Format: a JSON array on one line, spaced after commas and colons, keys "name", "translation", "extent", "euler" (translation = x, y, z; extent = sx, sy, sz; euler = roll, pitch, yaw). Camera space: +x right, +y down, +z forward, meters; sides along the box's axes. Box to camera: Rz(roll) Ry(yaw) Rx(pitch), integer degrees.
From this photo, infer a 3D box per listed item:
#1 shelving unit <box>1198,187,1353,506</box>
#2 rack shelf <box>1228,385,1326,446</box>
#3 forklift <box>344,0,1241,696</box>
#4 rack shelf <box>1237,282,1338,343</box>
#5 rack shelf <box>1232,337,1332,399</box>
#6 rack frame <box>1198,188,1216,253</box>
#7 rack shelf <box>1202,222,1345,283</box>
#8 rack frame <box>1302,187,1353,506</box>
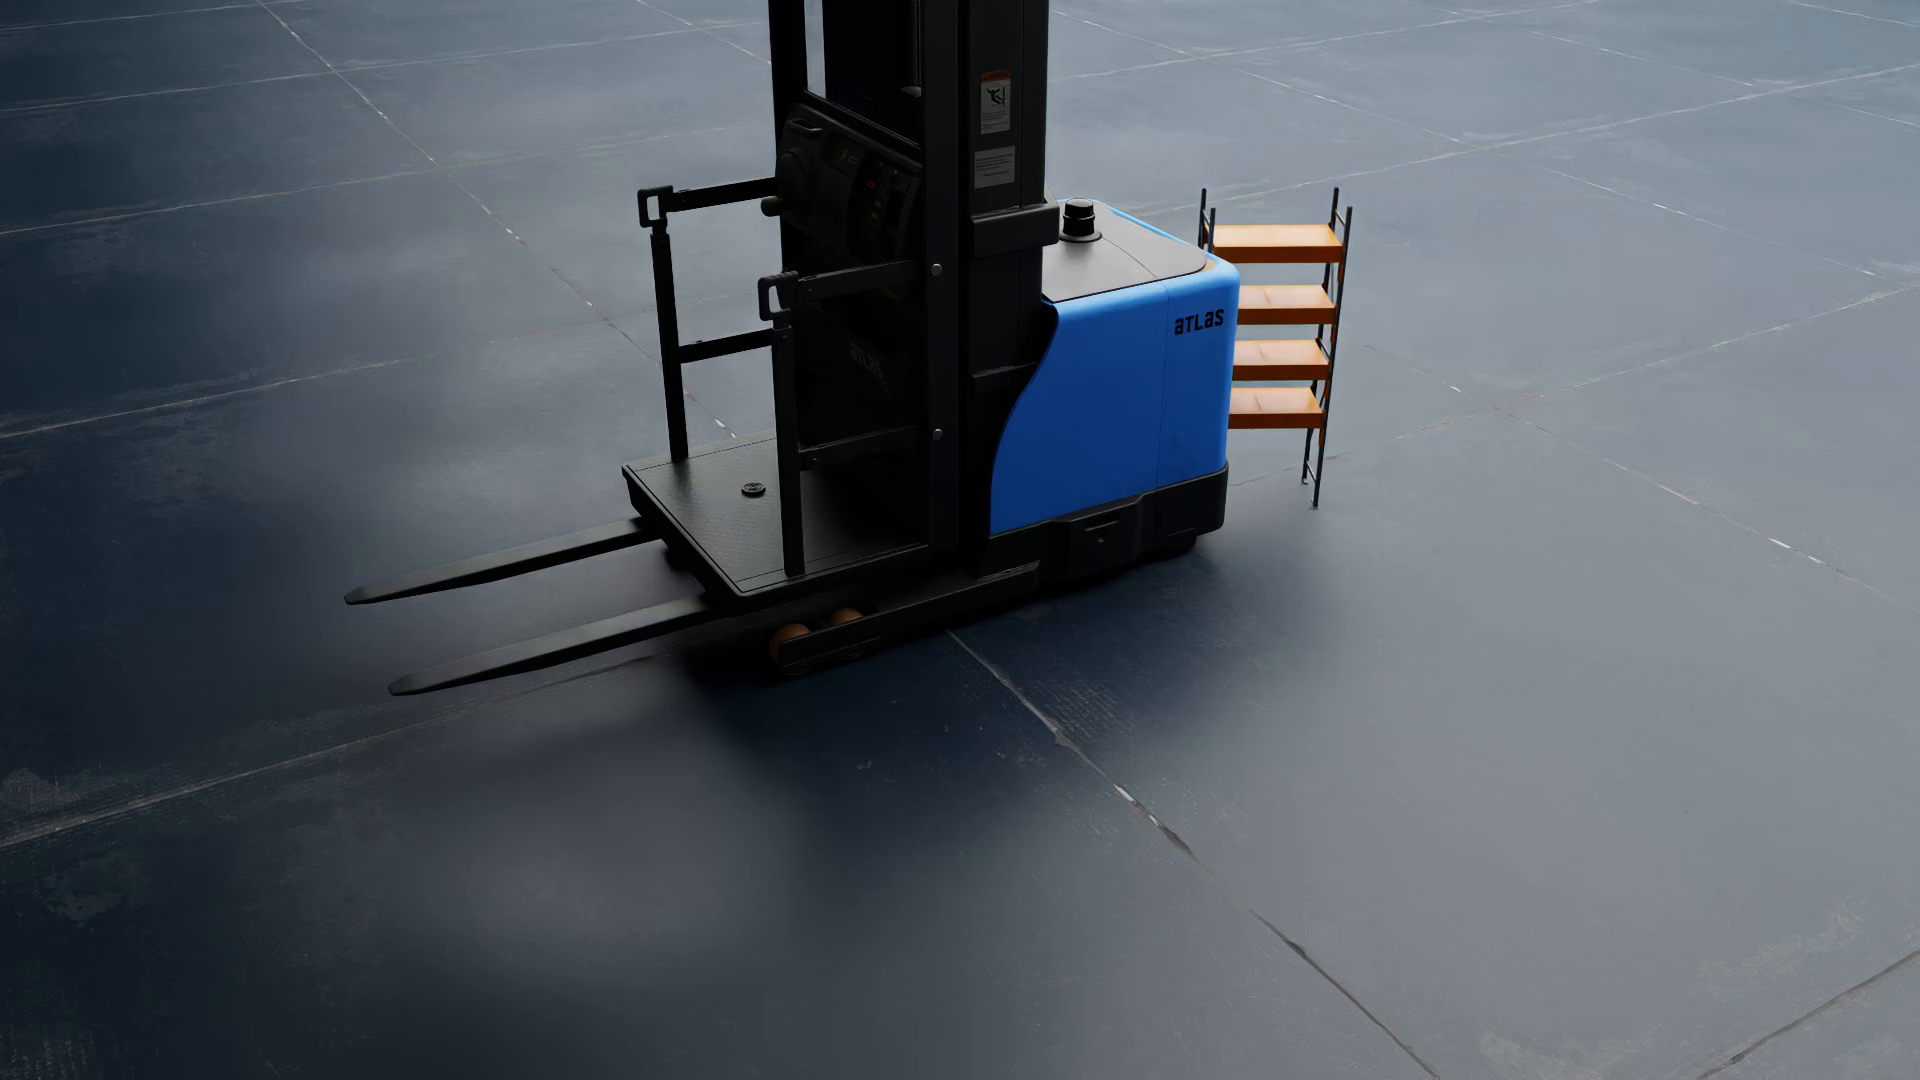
[{"name": "shelving unit", "translation": [1.142, -0.714, 6.301], "extent": [0.503, 1.200, 0.258], "euler": [-1, 29, -1]}, {"name": "rack shelf", "translation": [1.142, -0.481, 6.430], "extent": [0.480, 0.148, 0.258], "euler": [-1, 29, -1]}, {"name": "forklift", "translation": [-0.546, -1.131, 5.267], "extent": [3.031, 2.935, 1.130], "euler": [-16, 32, -26]}, {"name": "rack shelf", "translation": [1.142, -0.851, 6.226], "extent": [0.480, 0.148, 0.258], "euler": [-1, 29, -1]}, {"name": "rack shelf", "translation": [1.142, -0.655, 6.334], "extent": [0.480, 0.148, 0.258], "euler": [-1, 29, -1]}, {"name": "rack frame", "translation": [0.898, -0.711, 6.297], "extent": [0.015, 1.200, 0.240], "euler": [-1, 29, -1]}, {"name": "rack shelf", "translation": [1.142, -1.058, 6.111], "extent": [0.480, 0.148, 0.258], "euler": [-1, 29, -1]}, {"name": "rack frame", "translation": [1.386, -0.716, 6.306], "extent": [0.015, 1.200, 0.240], "euler": [-1, 29, -1]}]
